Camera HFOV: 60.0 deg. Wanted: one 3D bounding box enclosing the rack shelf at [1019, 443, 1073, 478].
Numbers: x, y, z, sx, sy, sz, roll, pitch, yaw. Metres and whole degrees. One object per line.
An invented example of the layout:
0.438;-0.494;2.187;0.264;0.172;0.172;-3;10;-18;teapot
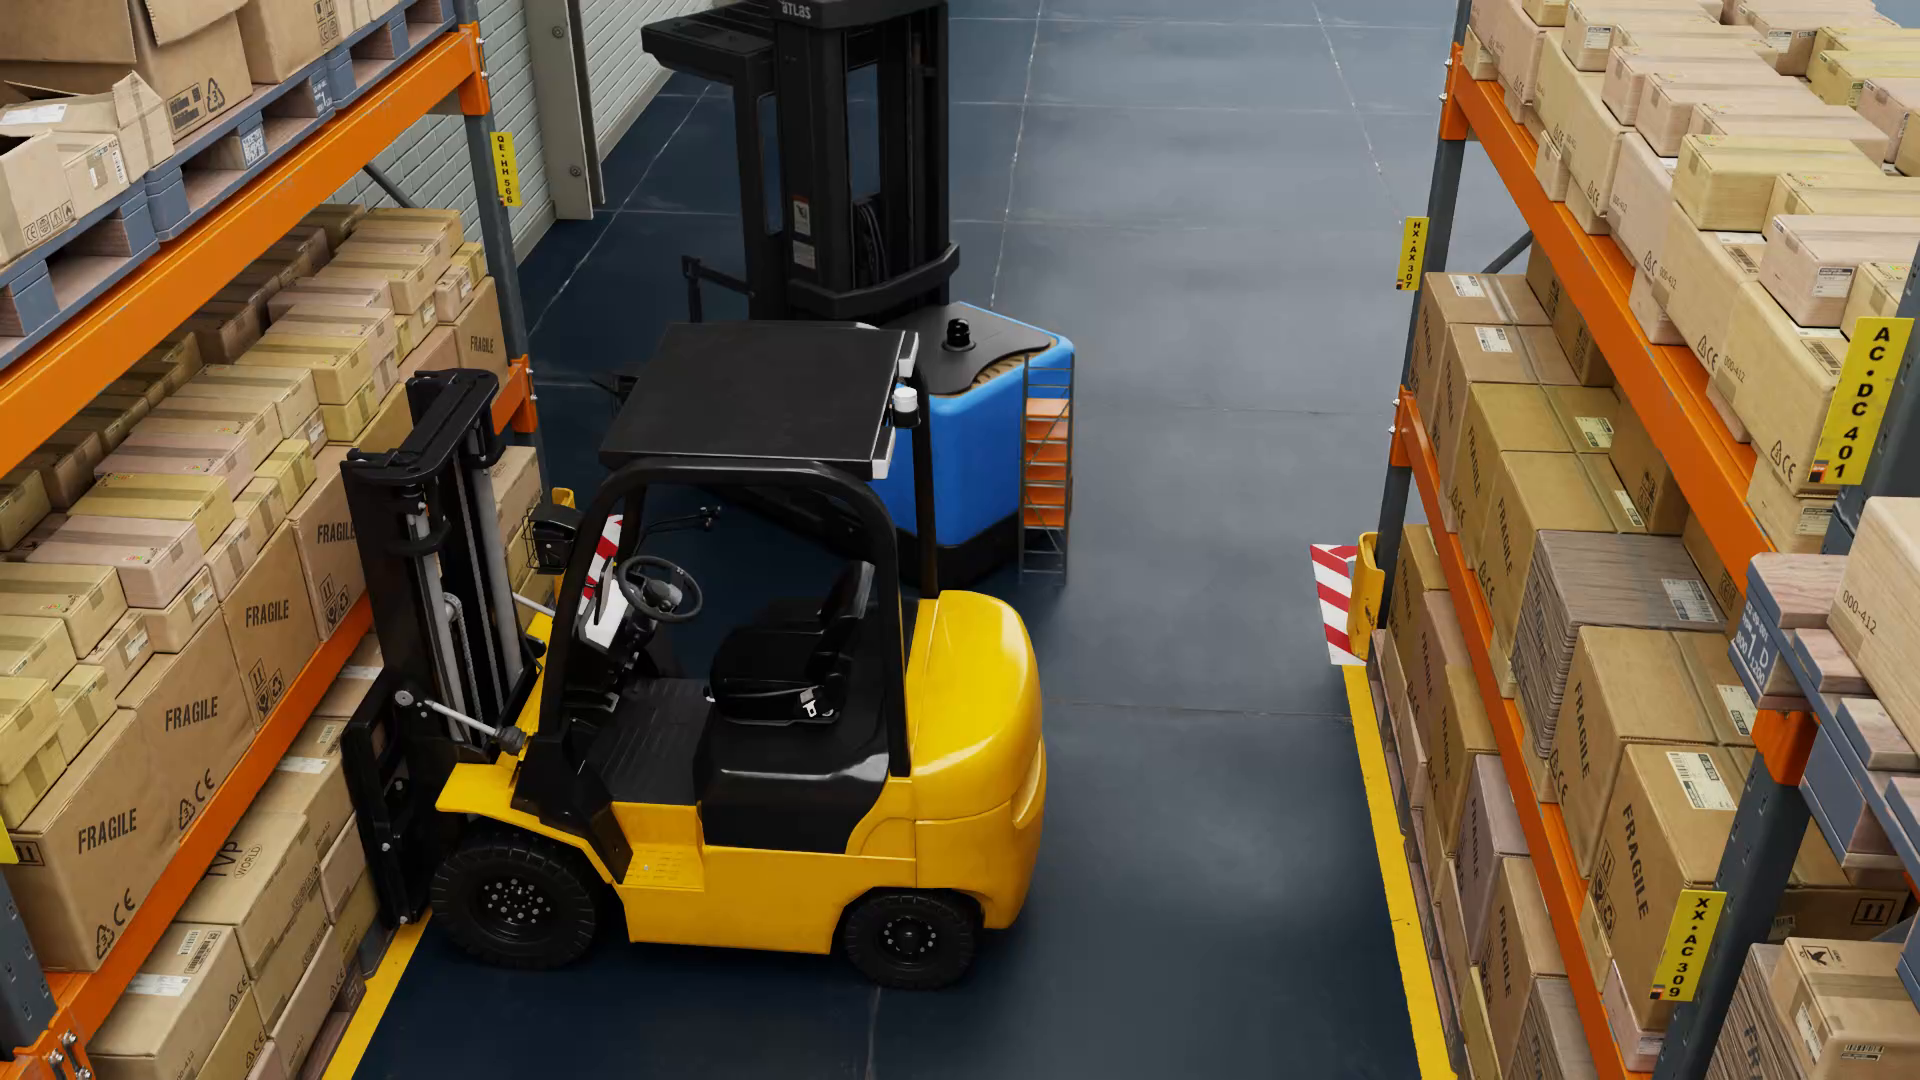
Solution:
0.420;-0.395;8.104;0.258;0.103;0.180;2;32;4;rack shelf

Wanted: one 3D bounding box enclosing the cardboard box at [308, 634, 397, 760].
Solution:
-2.334;0.590;6.202;0.500;0.250;0.500;2;32;3;cardboard box

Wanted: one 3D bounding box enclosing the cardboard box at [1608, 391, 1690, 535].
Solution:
2.465;-0.345;5.119;0.700;0.500;0.500;2;32;4;cardboard box

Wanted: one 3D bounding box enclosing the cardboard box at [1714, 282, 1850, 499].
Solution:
1.898;-0.308;3.391;0.500;0.250;0.500;2;32;4;cardboard box

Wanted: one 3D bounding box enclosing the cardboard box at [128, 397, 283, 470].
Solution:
-2.467;-0.343;5.450;0.380;0.149;0.250;3;32;4;cardboard box

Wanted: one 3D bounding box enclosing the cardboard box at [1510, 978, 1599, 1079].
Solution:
1.911;1.627;4.757;0.500;0.500;0.500;2;32;3;cardboard box

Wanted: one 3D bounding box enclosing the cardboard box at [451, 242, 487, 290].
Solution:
-2.241;-1.152;7.047;0.380;0.149;0.250;3;32;5;cardboard box

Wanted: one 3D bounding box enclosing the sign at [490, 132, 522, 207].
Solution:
-1.952;-1.590;7.142;0.100;0.325;0.005;2;32;4;sign

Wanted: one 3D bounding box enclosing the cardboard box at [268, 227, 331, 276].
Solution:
-2.816;-1.169;6.791;0.380;0.149;0.250;4;32;6;cardboard box

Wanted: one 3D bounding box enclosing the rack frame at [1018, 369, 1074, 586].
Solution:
0.414;-0.283;8.066;0.240;1.200;0.006;2;32;4;rack frame

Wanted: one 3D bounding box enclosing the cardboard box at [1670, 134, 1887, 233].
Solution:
1.884;-0.822;3.846;0.380;0.149;0.250;3;32;5;cardboard box

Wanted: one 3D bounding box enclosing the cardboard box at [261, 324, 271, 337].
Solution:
-2.844;-0.778;6.439;0.380;0.149;0.250;1;32;2;cardboard box

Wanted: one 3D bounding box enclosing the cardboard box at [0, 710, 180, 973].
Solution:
-2.521;0.801;4.495;0.500;0.500;0.500;2;32;3;cardboard box

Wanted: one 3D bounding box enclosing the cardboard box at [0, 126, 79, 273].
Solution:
-2.507;-0.820;3.952;0.500;0.311;0.500;3;32;5;cardboard box

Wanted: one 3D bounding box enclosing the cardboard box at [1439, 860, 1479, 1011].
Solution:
1.990;1.401;5.837;0.500;0.250;0.500;3;32;5;cardboard box

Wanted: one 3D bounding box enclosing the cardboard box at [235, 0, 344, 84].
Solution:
-2.468;-1.795;5.353;0.700;0.500;0.500;3;32;4;cardboard box

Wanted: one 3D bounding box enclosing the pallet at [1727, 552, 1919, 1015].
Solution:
1.974;0.396;2.568;1.213;0.211;1.003;2;32;4;pallet

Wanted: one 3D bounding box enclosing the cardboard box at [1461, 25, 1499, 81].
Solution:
2.105;-1.827;6.236;0.380;0.149;0.250;2;32;4;cardboard box

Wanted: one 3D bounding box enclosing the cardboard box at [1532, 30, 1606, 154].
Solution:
2.081;-1.371;5.115;0.500;0.250;0.500;3;32;5;cardboard box

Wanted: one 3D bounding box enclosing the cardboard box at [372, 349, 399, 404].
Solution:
-2.320;-0.613;6.173;0.380;0.149;0.250;1;32;2;cardboard box

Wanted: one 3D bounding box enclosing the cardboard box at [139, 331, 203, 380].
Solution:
-2.946;-0.631;5.918;0.380;0.149;0.250;2;32;3;cardboard box

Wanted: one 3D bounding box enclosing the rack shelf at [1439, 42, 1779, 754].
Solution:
2.293;-0.742;4.921;1.077;0.370;4.000;2;32;4;rack shelf

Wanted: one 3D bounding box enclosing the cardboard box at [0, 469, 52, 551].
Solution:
-3.024;-0.097;5.051;0.380;0.149;0.250;2;32;3;cardboard box

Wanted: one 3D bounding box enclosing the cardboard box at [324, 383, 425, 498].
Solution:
-2.363;-0.262;6.221;0.500;0.500;0.500;2;32;3;cardboard box

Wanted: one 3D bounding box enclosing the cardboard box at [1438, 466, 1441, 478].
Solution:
2.113;-0.273;6.574;0.380;0.149;0.250;1;32;2;cardboard box

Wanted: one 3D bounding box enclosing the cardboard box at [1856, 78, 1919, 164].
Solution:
2.532;-1.069;4.245;0.380;0.149;0.250;2;32;3;cardboard box

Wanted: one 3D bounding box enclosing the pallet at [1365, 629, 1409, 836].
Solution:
2.348;0.833;7.196;1.003;0.211;1.213;2;32;4;pallet

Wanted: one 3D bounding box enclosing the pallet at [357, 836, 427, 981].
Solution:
-2.614;1.198;6.604;1.003;0.211;1.213;2;32;4;pallet

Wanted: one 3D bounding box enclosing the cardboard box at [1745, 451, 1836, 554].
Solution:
1.851;-0.073;3.390;0.380;0.149;0.250;3;32;4;cardboard box

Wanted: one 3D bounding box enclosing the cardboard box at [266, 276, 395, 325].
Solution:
-2.389;-0.881;6.323;0.380;0.149;0.250;3;32;4;cardboard box

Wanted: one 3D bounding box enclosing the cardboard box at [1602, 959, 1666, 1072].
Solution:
1.852;1.201;4.182;0.380;0.149;0.250;2;32;3;cardboard box

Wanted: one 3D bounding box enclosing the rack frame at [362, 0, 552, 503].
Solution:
-2.492;-1.027;7.557;1.000;3.000;0.127;2;32;4;rack frame

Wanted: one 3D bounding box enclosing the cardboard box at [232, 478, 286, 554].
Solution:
-2.396;-0.077;5.303;0.380;0.149;0.250;1;32;2;cardboard box

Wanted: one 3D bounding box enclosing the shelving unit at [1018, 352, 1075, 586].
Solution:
0.420;-0.331;8.143;0.258;1.200;0.189;2;32;4;shelving unit

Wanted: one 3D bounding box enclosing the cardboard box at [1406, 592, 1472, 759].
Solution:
2.075;0.552;6.501;0.500;0.500;0.500;1;32;2;cardboard box

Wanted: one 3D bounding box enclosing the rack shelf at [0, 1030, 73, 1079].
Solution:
-2.980;2.417;2.655;1.077;0.370;4.000;2;32;4;rack shelf

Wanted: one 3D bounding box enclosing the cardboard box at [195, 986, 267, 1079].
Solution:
-2.470;1.604;5.032;0.500;0.250;0.500;2;32;4;cardboard box

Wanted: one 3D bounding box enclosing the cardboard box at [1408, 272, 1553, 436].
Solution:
2.141;-0.750;6.729;0.500;0.500;0.500;2;32;3;cardboard box

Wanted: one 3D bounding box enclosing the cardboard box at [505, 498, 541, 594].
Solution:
-2.220;0.020;7.602;0.500;0.250;0.500;2;32;3;cardboard box

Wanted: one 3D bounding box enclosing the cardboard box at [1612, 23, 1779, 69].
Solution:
2.068;-1.355;4.709;0.380;0.149;0.250;3;32;5;cardboard box

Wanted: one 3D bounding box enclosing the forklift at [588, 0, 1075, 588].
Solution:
-0.855;-1.649;8.632;3.031;2.935;1.130;24;39;34;forklift

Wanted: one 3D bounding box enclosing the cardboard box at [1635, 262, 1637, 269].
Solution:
2.055;-0.743;4.476;0.380;0.149;0.250;3;32;5;cardboard box

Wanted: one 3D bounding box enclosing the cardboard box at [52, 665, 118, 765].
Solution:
-2.510;0.455;4.439;0.380;0.149;0.250;3;32;5;cardboard box

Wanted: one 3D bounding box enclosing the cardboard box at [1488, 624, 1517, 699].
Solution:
1.967;0.401;5.480;0.380;0.149;0.250;3;32;4;cardboard box

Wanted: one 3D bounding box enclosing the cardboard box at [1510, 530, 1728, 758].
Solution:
1.991;0.322;4.990;0.500;0.500;0.500;3;32;5;cardboard box

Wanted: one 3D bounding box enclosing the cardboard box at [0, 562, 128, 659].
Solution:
-2.553;0.191;4.584;0.380;0.149;0.250;2;32;3;cardboard box

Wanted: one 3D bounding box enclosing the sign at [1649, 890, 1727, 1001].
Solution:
1.589;0.887;3.626;0.100;0.325;0.005;2;32;4;sign

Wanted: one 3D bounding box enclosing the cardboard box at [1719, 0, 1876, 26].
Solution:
2.562;-1.611;5.126;0.380;0.149;0.250;2;32;4;cardboard box

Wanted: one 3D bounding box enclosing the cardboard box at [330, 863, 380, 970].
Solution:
-2.396;1.282;6.031;0.500;0.250;0.500;3;32;5;cardboard box
